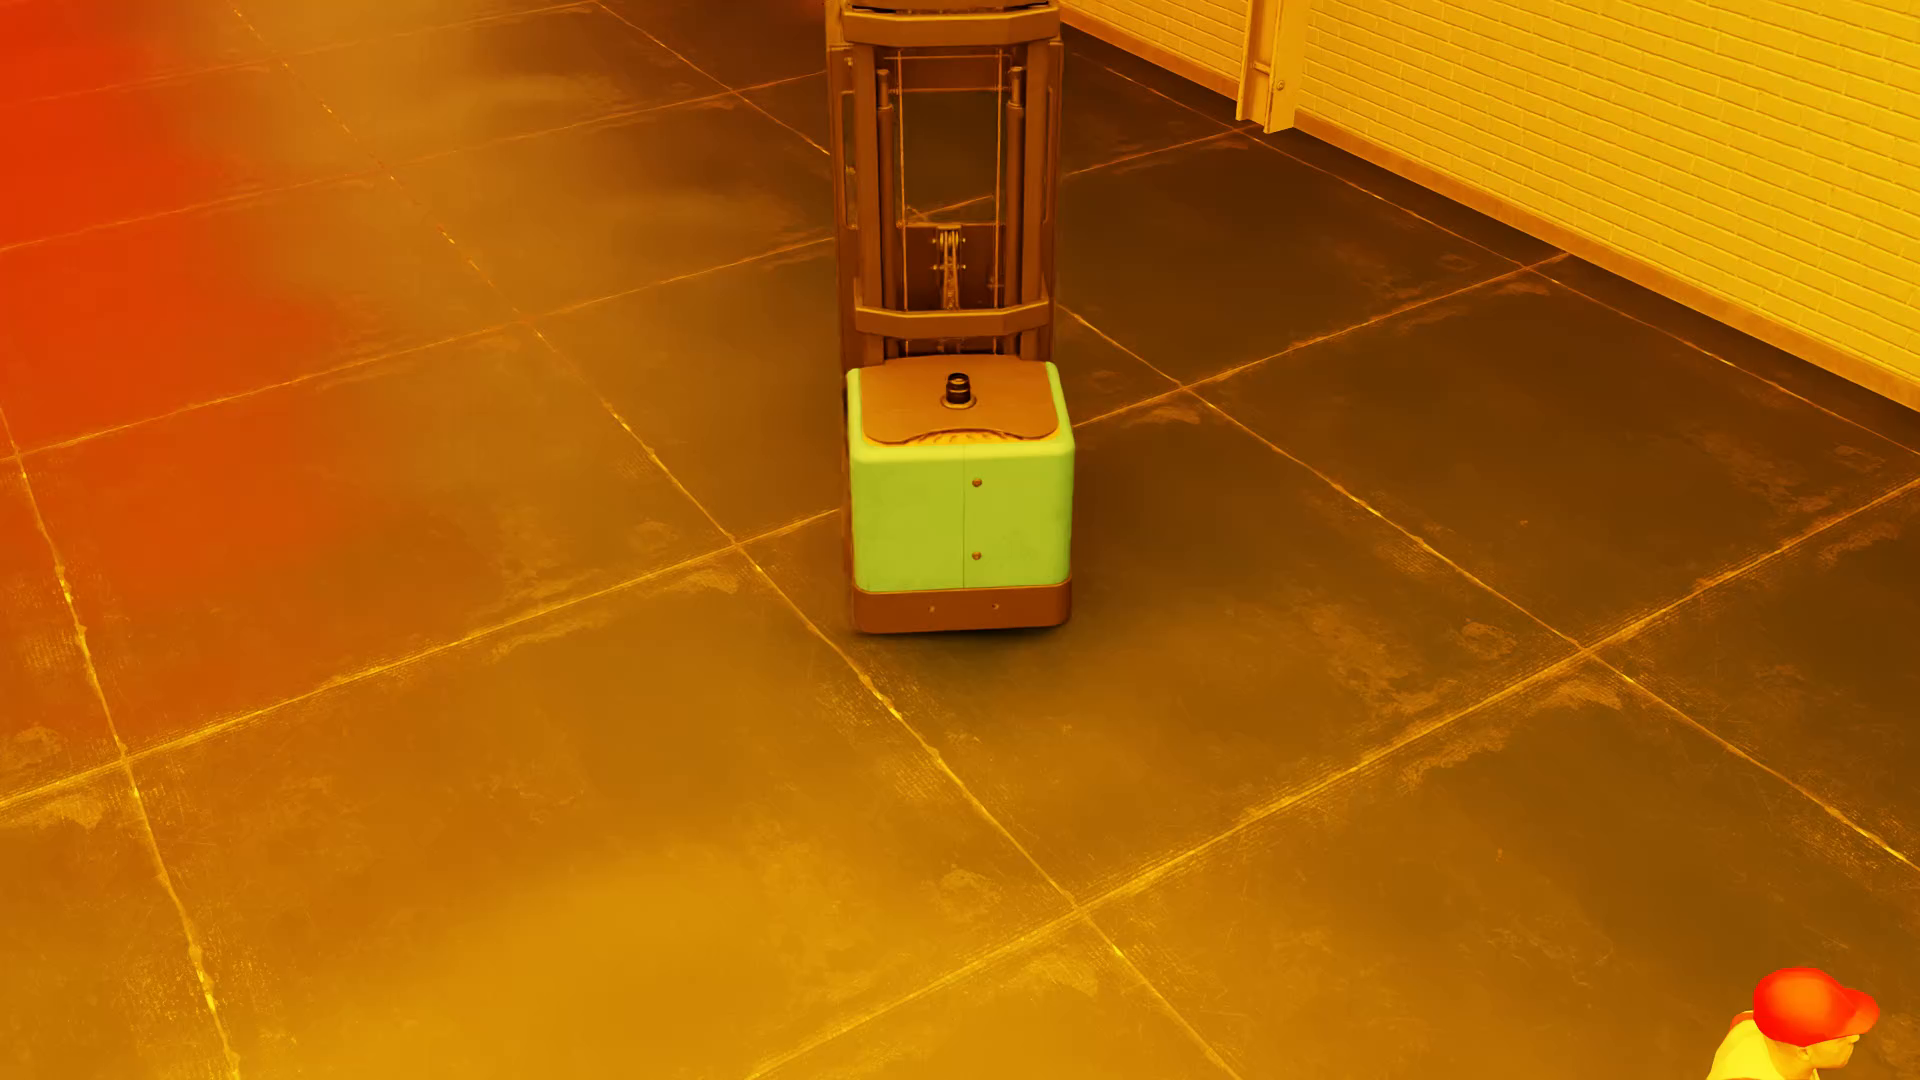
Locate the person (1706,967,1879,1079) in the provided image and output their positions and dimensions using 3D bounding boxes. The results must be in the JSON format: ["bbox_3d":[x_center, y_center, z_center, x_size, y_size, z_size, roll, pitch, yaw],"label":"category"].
[{"bbox_3d":[2.181,1.862,4.478,0.564,1.787,0.638,19,39,25],"label":"person"}]

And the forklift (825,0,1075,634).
[{"bbox_3d":[-0.088,-1.578,8.394,1.130,2.935,3.031,-2,35,-3],"label":"forklift"}]
